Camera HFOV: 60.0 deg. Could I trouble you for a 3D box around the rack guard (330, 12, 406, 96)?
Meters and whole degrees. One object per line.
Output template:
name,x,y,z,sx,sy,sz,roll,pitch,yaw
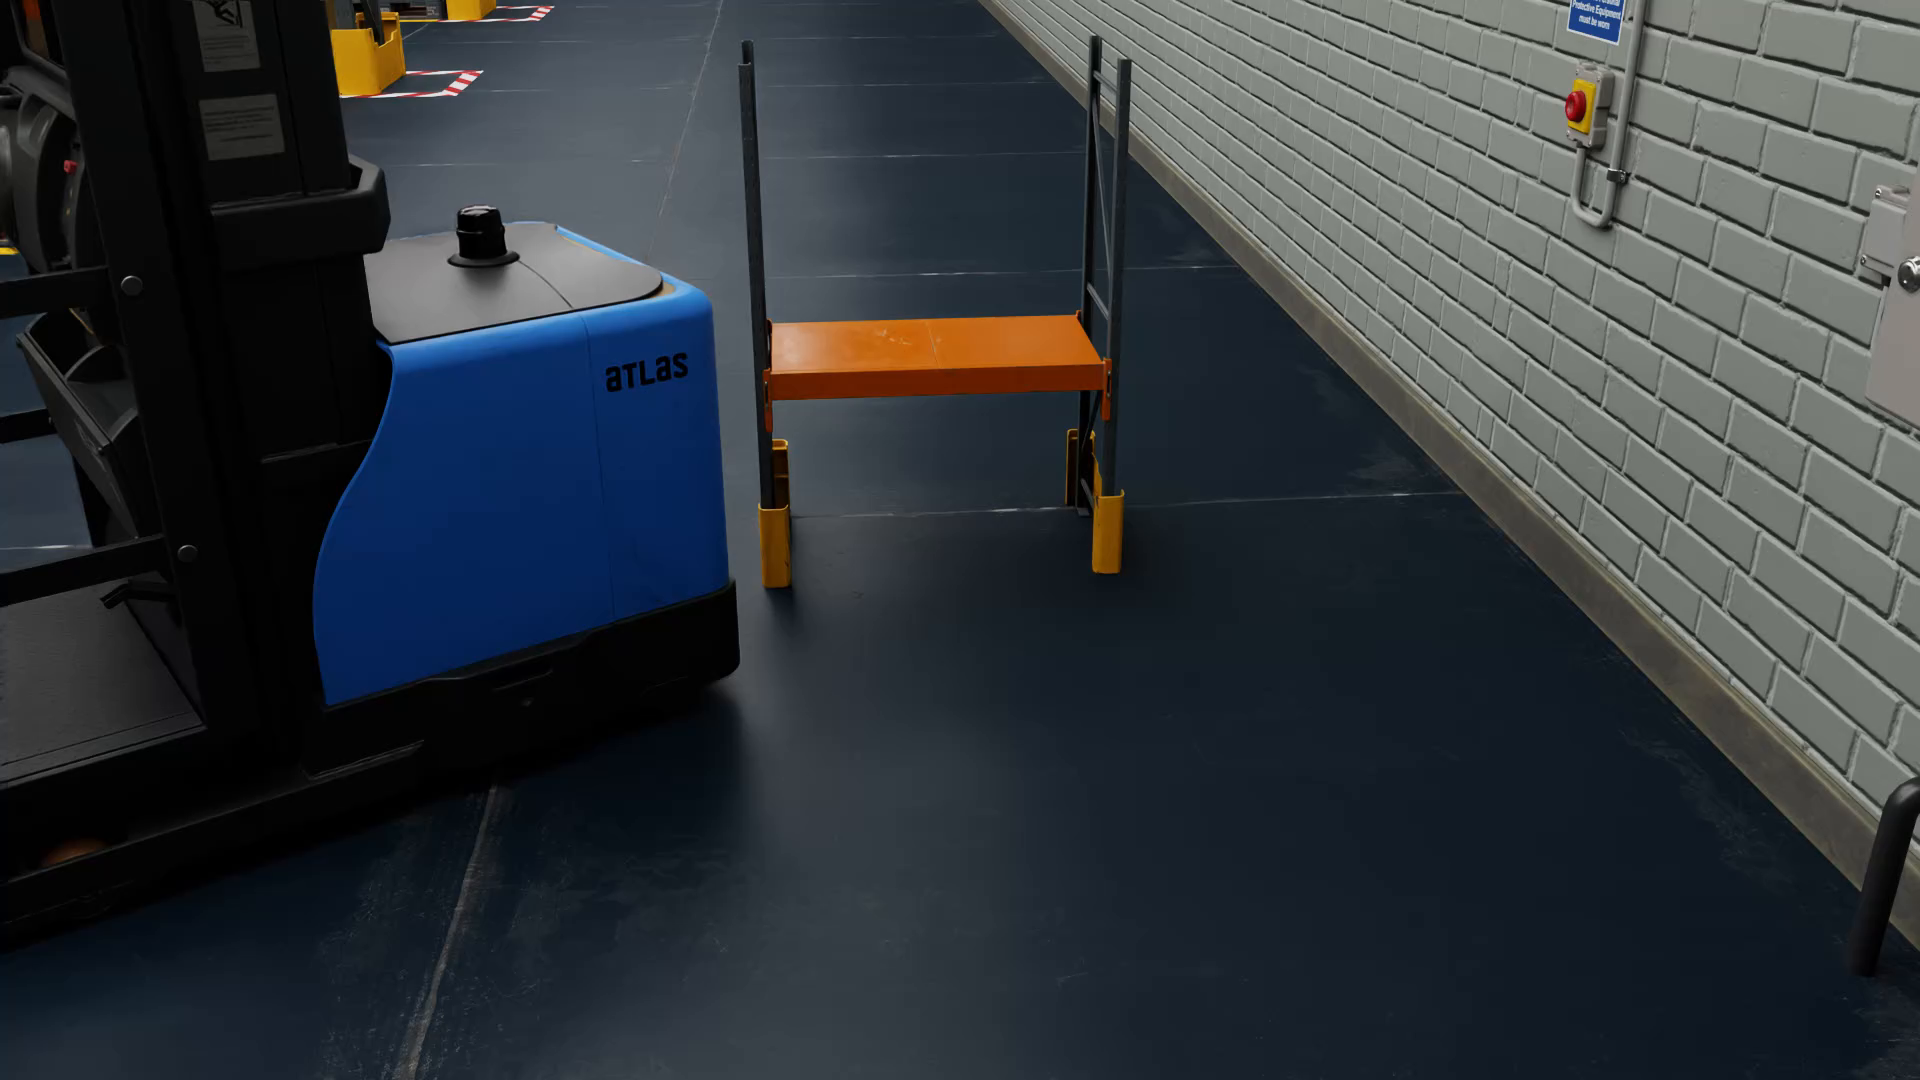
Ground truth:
rack guard,-4.848,-3.988,13.607,0.348,0.500,1.175,-2,24,-5

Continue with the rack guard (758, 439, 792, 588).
rack guard,-0.571,-0.091,5.148,0.087,0.250,0.587,-2,24,-5

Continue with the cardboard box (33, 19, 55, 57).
cardboard box,-7.292,-4.221,13.152,0.875,0.875,0.875,-2,24,-5

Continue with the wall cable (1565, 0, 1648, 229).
wall cable,1.711,-1.837,4.401,0.123,1.953,0.585,-2,24,-5

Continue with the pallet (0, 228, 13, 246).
pallet,-5.373,-1.825,9.097,1.213,0.211,1.003,-2,24,-5

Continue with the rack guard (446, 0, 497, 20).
rack guard,-5.336,-5.995,18.123,0.348,0.500,1.175,-2,24,-5

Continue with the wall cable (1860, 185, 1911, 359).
wall cable,1.862,-1.250,3.118,0.122,1.984,0.588,-2,24,-5

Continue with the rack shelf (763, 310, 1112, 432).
rack shelf,-0.085,-0.518,5.011,1.000,0.185,0.538,-2,24,-5

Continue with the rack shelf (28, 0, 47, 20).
rack shelf,-6.475,-2.712,8.544,4.000,0.370,1.077,-2,24,-5

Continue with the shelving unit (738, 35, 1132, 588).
shelving unit,-0.076,-0.682,4.939,1.083,1.500,0.587,-2,24,-5

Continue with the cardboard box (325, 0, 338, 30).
cardboard box,-5.501,-4.293,13.314,0.875,0.875,0.875,-2,24,-5

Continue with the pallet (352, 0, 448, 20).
pallet,-6.183,-5.840,18.129,1.213,0.211,1.003,-2,24,-5

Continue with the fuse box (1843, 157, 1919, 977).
fuse box,1.772,0.085,2.952,0.414,1.711,0.539,-2,24,-5

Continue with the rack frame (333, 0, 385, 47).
rack frame,-4.872,-5.130,13.098,0.127,3.000,1.000,-2,24,-5

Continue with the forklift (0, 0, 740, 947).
forklift,-2.060,-0.744,3.316,3.031,2.935,1.130,-17,29,-33

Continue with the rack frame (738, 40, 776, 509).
rack frame,-0.591,-0.662,4.892,0.032,1.500,0.500,-2,24,-5

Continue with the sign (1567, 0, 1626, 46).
sign,1.767,-1.504,4.608,0.001,0.218,0.327,-2,24,-5

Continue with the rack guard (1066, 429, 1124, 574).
rack guard,0.420,-0.131,5.237,0.087,0.250,0.587,-2,24,-5

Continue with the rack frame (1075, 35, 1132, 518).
rack frame,0.421,-0.702,4.983,0.032,1.500,0.500,-2,24,-5
